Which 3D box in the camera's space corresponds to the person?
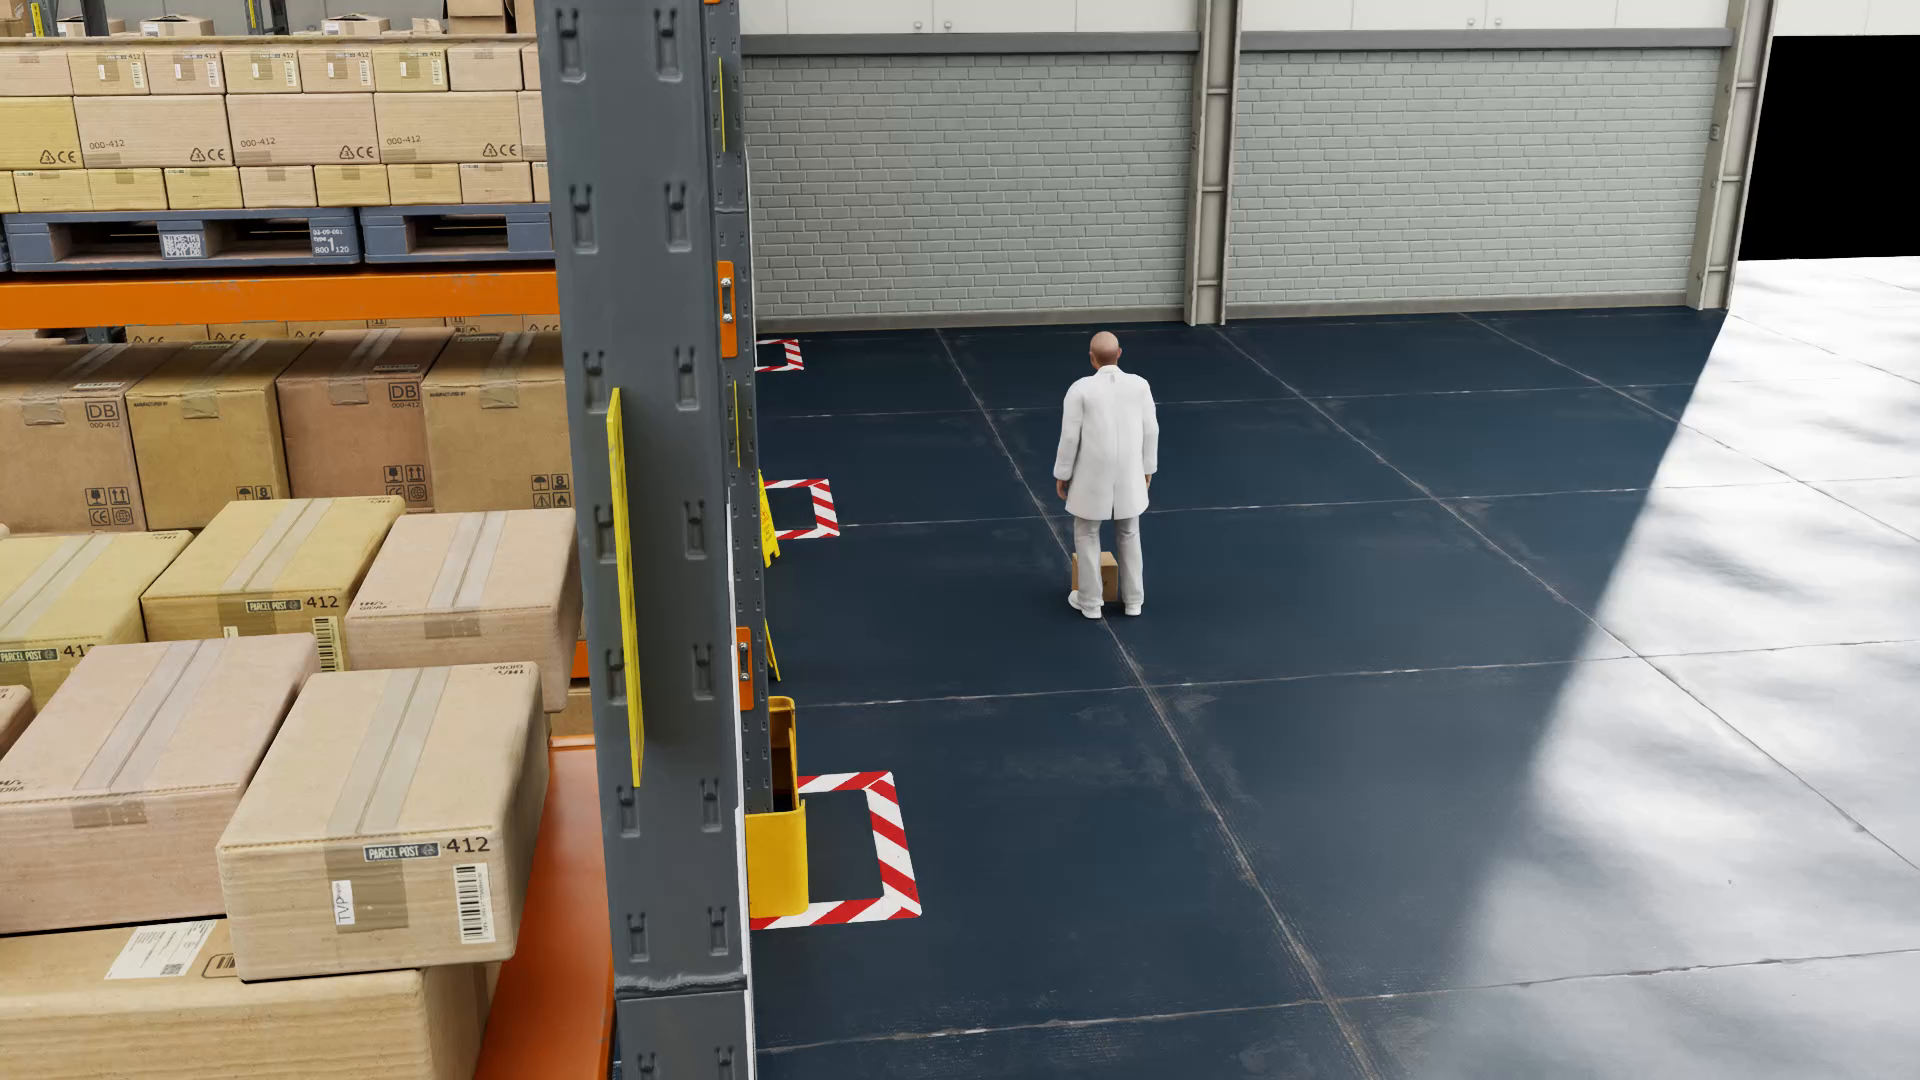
[{"bbox_3d":[0.893,-0.395,10.197,0.654,1.775,0.420,-4,20,-10],"label":"person"}]
